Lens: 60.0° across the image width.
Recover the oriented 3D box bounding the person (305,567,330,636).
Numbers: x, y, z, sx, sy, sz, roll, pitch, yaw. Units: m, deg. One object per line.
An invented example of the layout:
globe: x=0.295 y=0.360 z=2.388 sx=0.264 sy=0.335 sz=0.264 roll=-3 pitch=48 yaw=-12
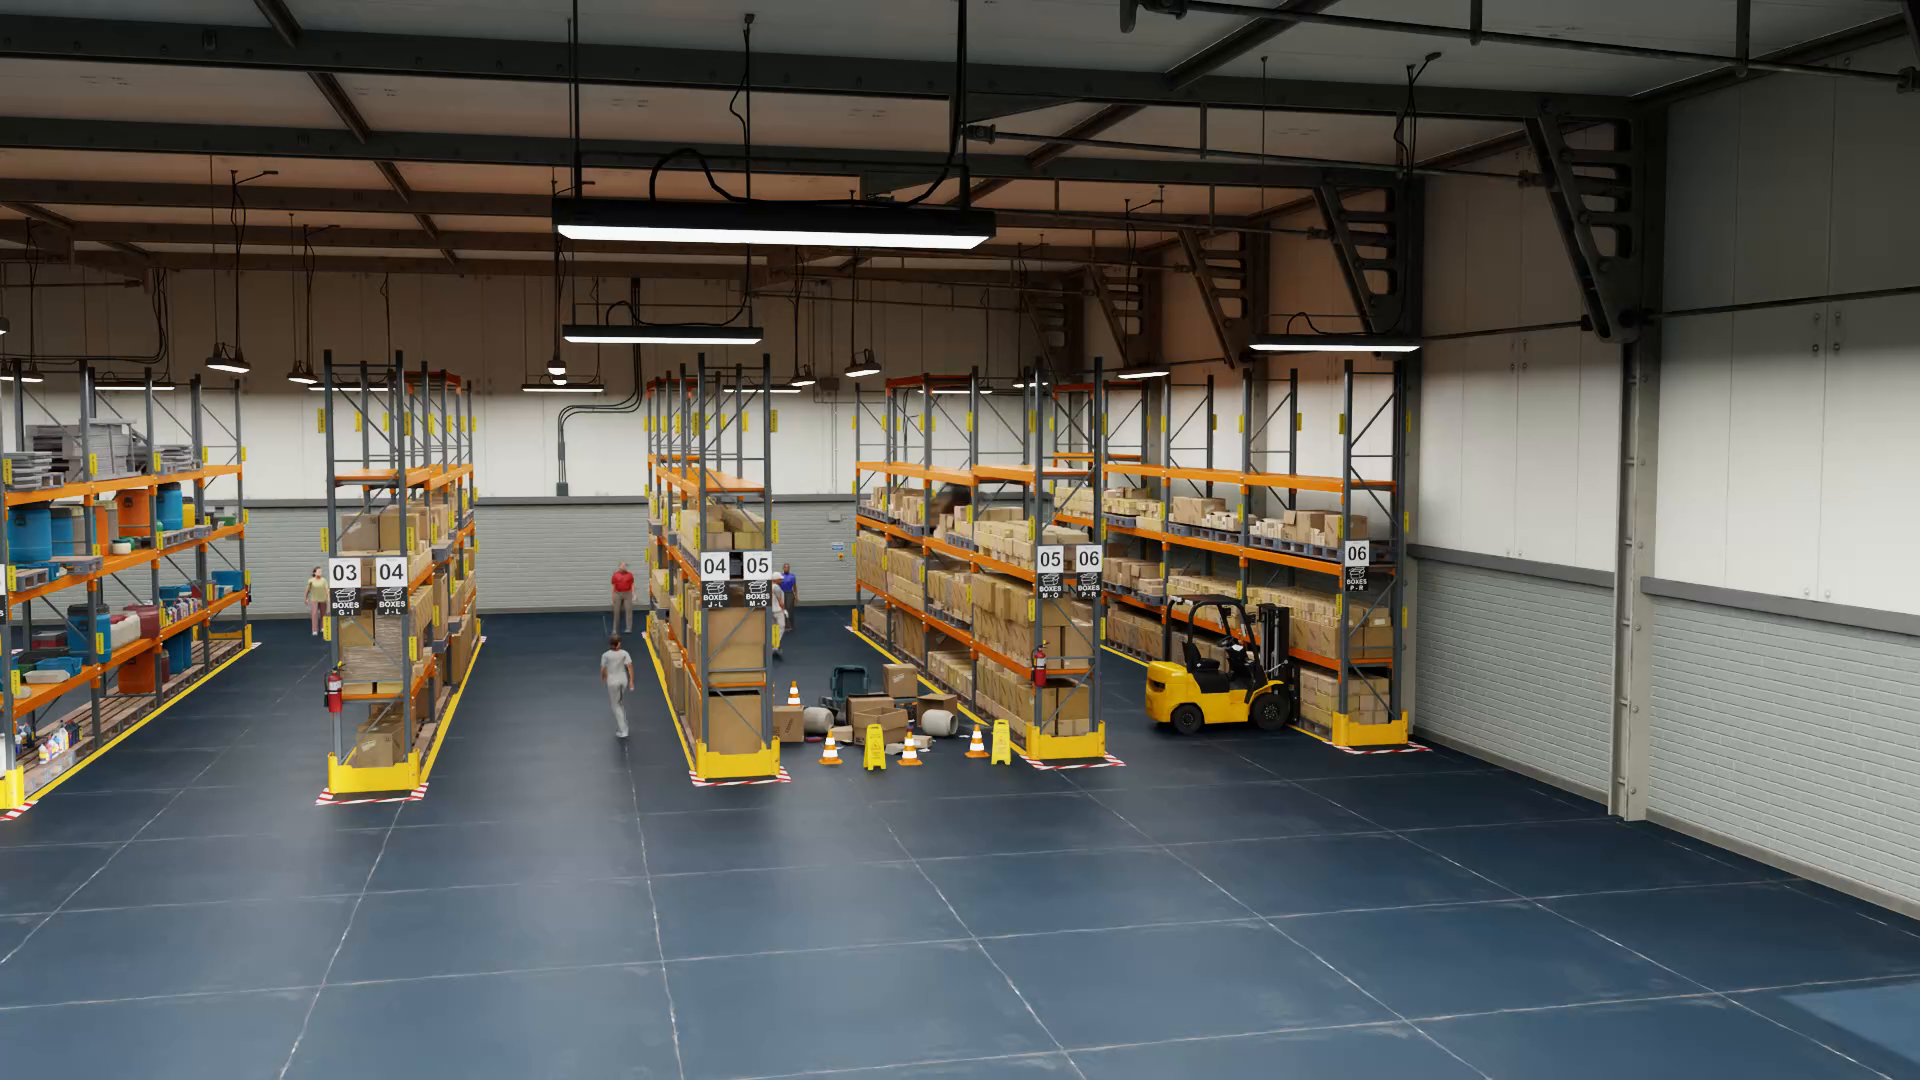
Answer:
person: x=-15.231 y=1.445 z=39.446 sx=0.595 sy=1.620 sz=1.039 roll=-1 pitch=4 yaw=-19

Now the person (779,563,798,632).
person: x=-4.183 y=1.406 z=40.132 sx=0.557 sy=1.694 sz=0.345 roll=2 pitch=4 yaw=24

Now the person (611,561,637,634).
person: x=-8.069 y=1.386 z=39.913 sx=0.612 sy=1.761 sz=0.398 roll=0 pitch=4 yaw=-5

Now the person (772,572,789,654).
person: x=-3.987 y=1.585 z=36.107 sx=0.450 sy=1.798 sz=0.531 roll=-2 pitch=4 yaw=-27

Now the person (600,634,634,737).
person: x=-5.544 y=2.353 z=26.698 sx=0.616 sy=1.711 sz=0.447 roll=4 pitch=5 yaw=41
